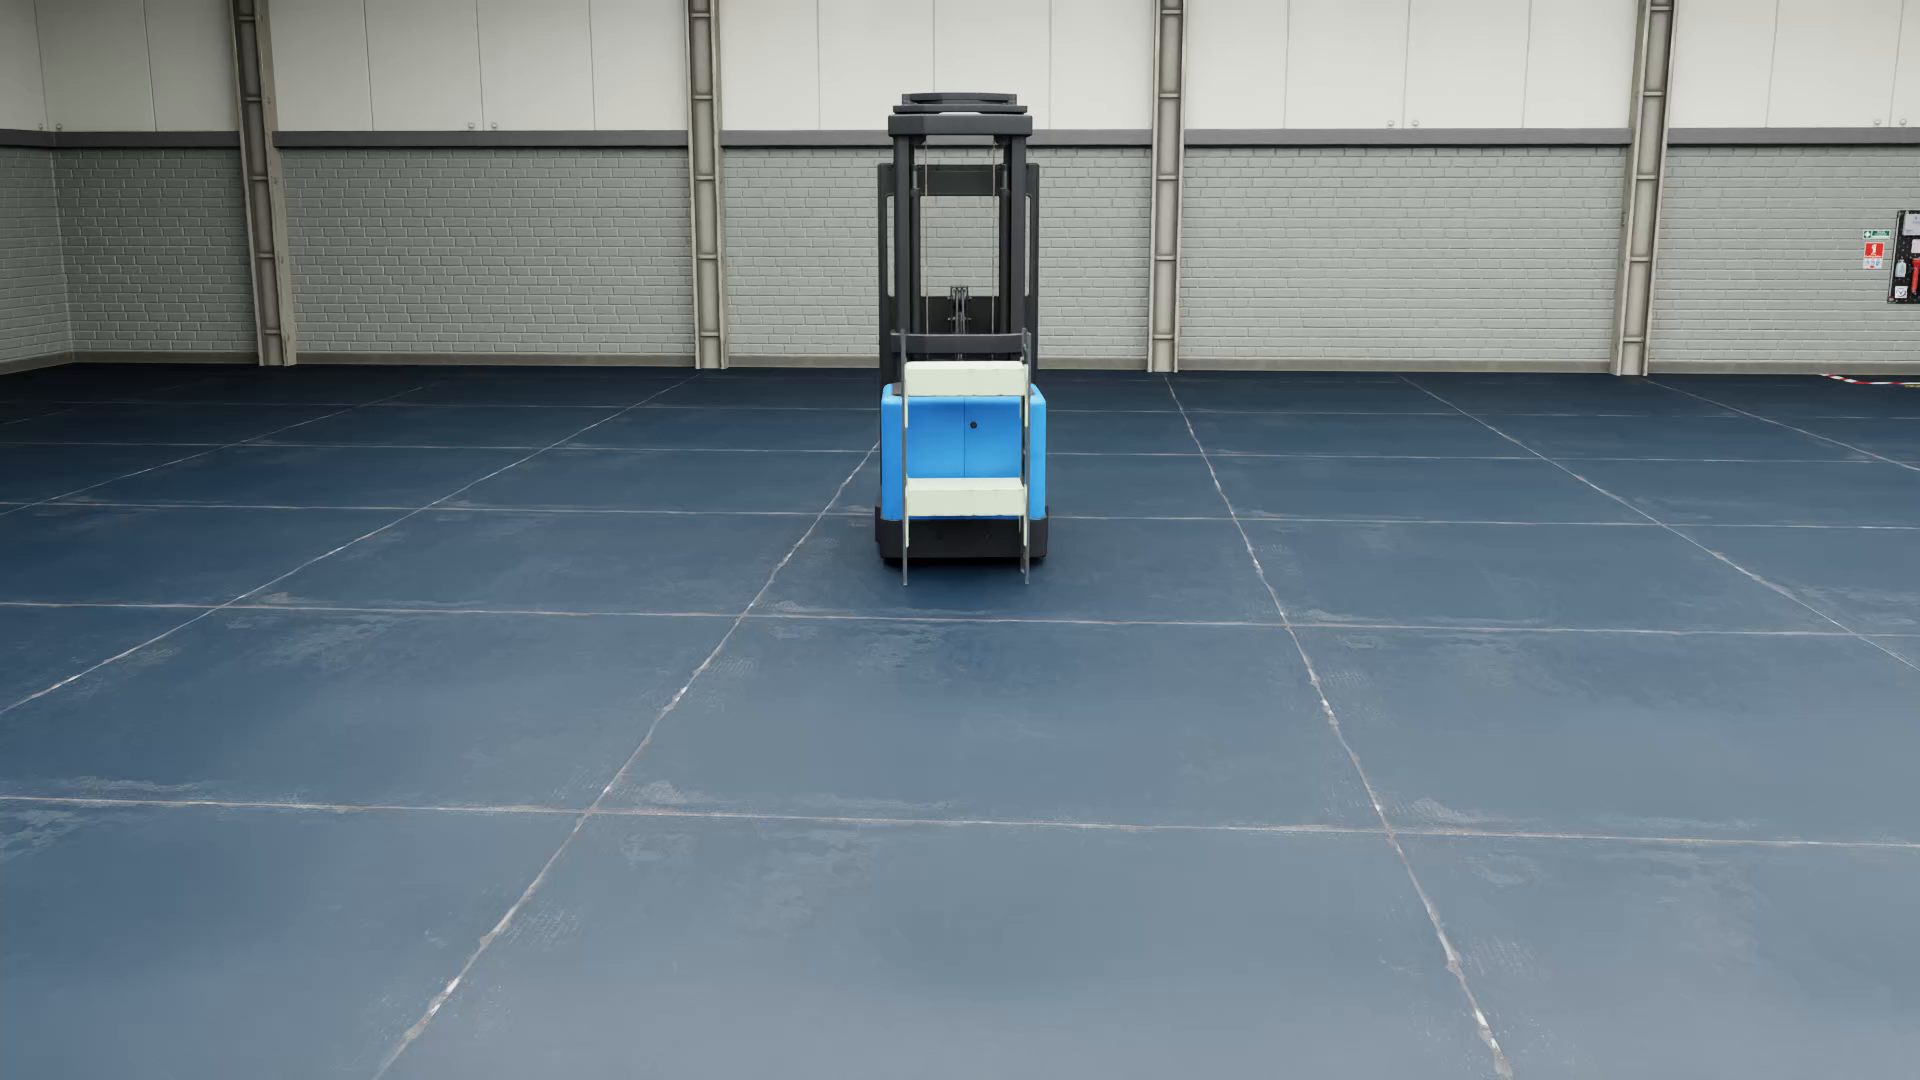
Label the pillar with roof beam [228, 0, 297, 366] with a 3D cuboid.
[{"bbox_3d":[-9.596,-5.919,17.588,0.400,9.000,9.100,1,12,4],"label":"pillar with roof beam"}]

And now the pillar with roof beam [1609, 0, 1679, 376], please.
[{"bbox_3d":[8.364,-5.673,16.411,0.400,9.000,9.100,1,12,4],"label":"pillar with roof beam"}]

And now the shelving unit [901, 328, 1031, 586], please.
[{"bbox_3d":[0.029,-0.504,10.013,0.755,1.500,0.431,0,12,-2],"label":"shelving unit"}]

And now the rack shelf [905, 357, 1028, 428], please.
[{"bbox_3d":[0.029,-0.886,9.933,0.720,0.370,0.431,0,12,-2],"label":"rack shelf"}]

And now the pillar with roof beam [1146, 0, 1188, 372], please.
[{"bbox_3d":[2.377,-5.755,16.803,0.400,9.000,9.100,1,12,4],"label":"pillar with roof beam"}]

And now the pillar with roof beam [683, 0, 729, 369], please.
[{"bbox_3d":[-3.610,-5.837,17.195,0.400,9.000,9.100,1,12,4],"label":"pillar with roof beam"}]

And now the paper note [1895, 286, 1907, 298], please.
[{"bbox_3d":[12.003,-3.161,21.205,0.142,0.148,0.016,1,12,4],"label":"paper note"}]

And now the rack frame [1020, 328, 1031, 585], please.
[{"bbox_3d":[0.395,-0.507,10.028,0.023,1.500,0.400,0,12,-2],"label":"rack frame"}]

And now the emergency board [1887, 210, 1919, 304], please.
[{"bbox_3d":[12.175,-3.576,21.036,0.643,1.169,0.194,1,12,4],"label":"emergency board"}]

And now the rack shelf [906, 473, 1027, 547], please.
[{"bbox_3d":[0.029,-0.185,10.080,0.720,0.370,0.431,0,12,-2],"label":"rack shelf"}]

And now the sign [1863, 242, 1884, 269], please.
[{"bbox_3d":[11.630,-3.622,21.169,0.234,0.329,0.001,1,12,4],"label":"sign"}]

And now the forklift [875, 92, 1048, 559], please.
[{"bbox_3d":[-0.019,-1.564,11.585,1.130,2.935,3.031,0,12,-2],"label":"forklift"}]

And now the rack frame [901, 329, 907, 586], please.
[{"bbox_3d":[-0.336,-0.501,9.999,0.023,1.500,0.400,0,12,-2],"label":"rack frame"}]

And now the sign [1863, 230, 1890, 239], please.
[{"bbox_3d":[11.634,-3.879,21.106,0.331,0.109,0.001,1,12,4],"label":"sign"}]
